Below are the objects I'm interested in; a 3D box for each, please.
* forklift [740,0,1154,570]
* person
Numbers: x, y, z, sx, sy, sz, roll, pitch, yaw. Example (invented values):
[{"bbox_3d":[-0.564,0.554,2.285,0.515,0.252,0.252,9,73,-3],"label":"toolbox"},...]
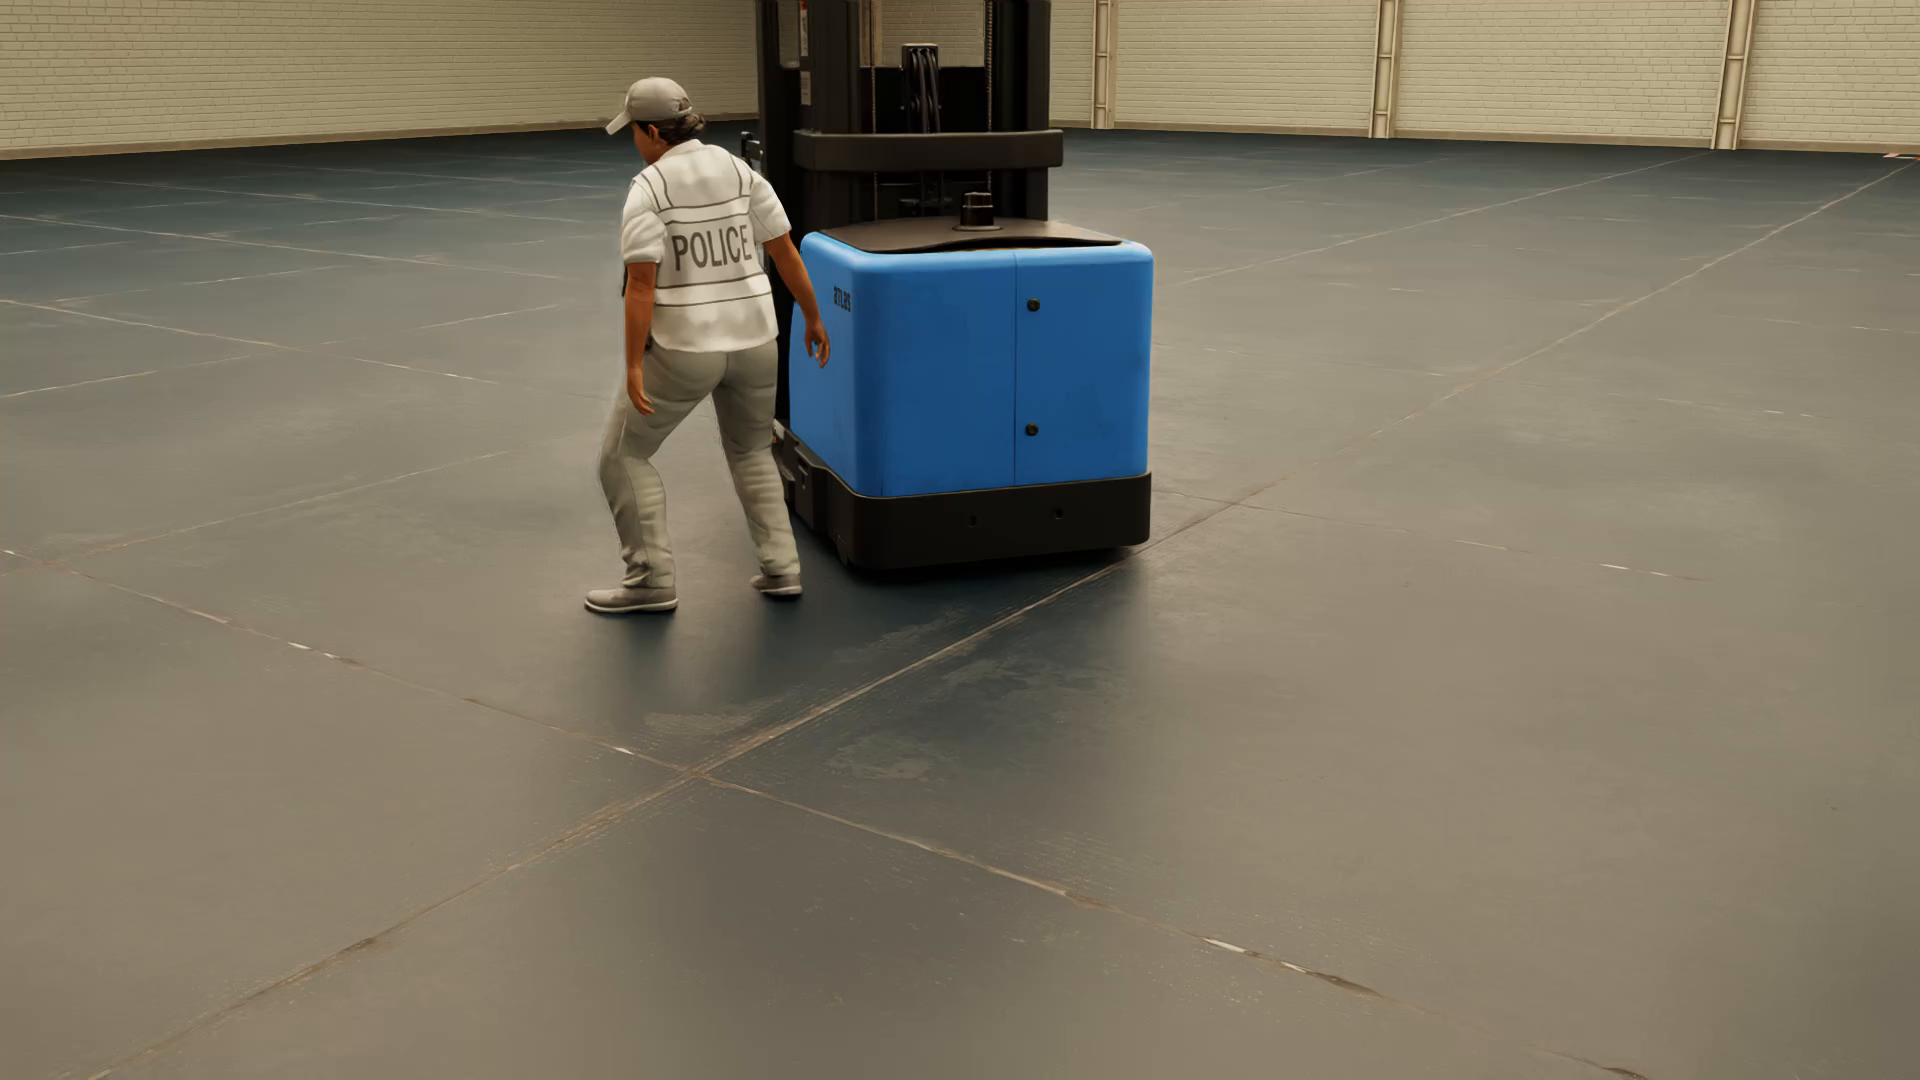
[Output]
[{"bbox_3d":[-0.294,-1.690,6.483,1.130,2.935,3.031,-5,17,-18],"label":"forklift"},{"bbox_3d":[-0.798,-0.587,5.164,0.821,1.642,0.481,-11,20,-33],"label":"person"}]
